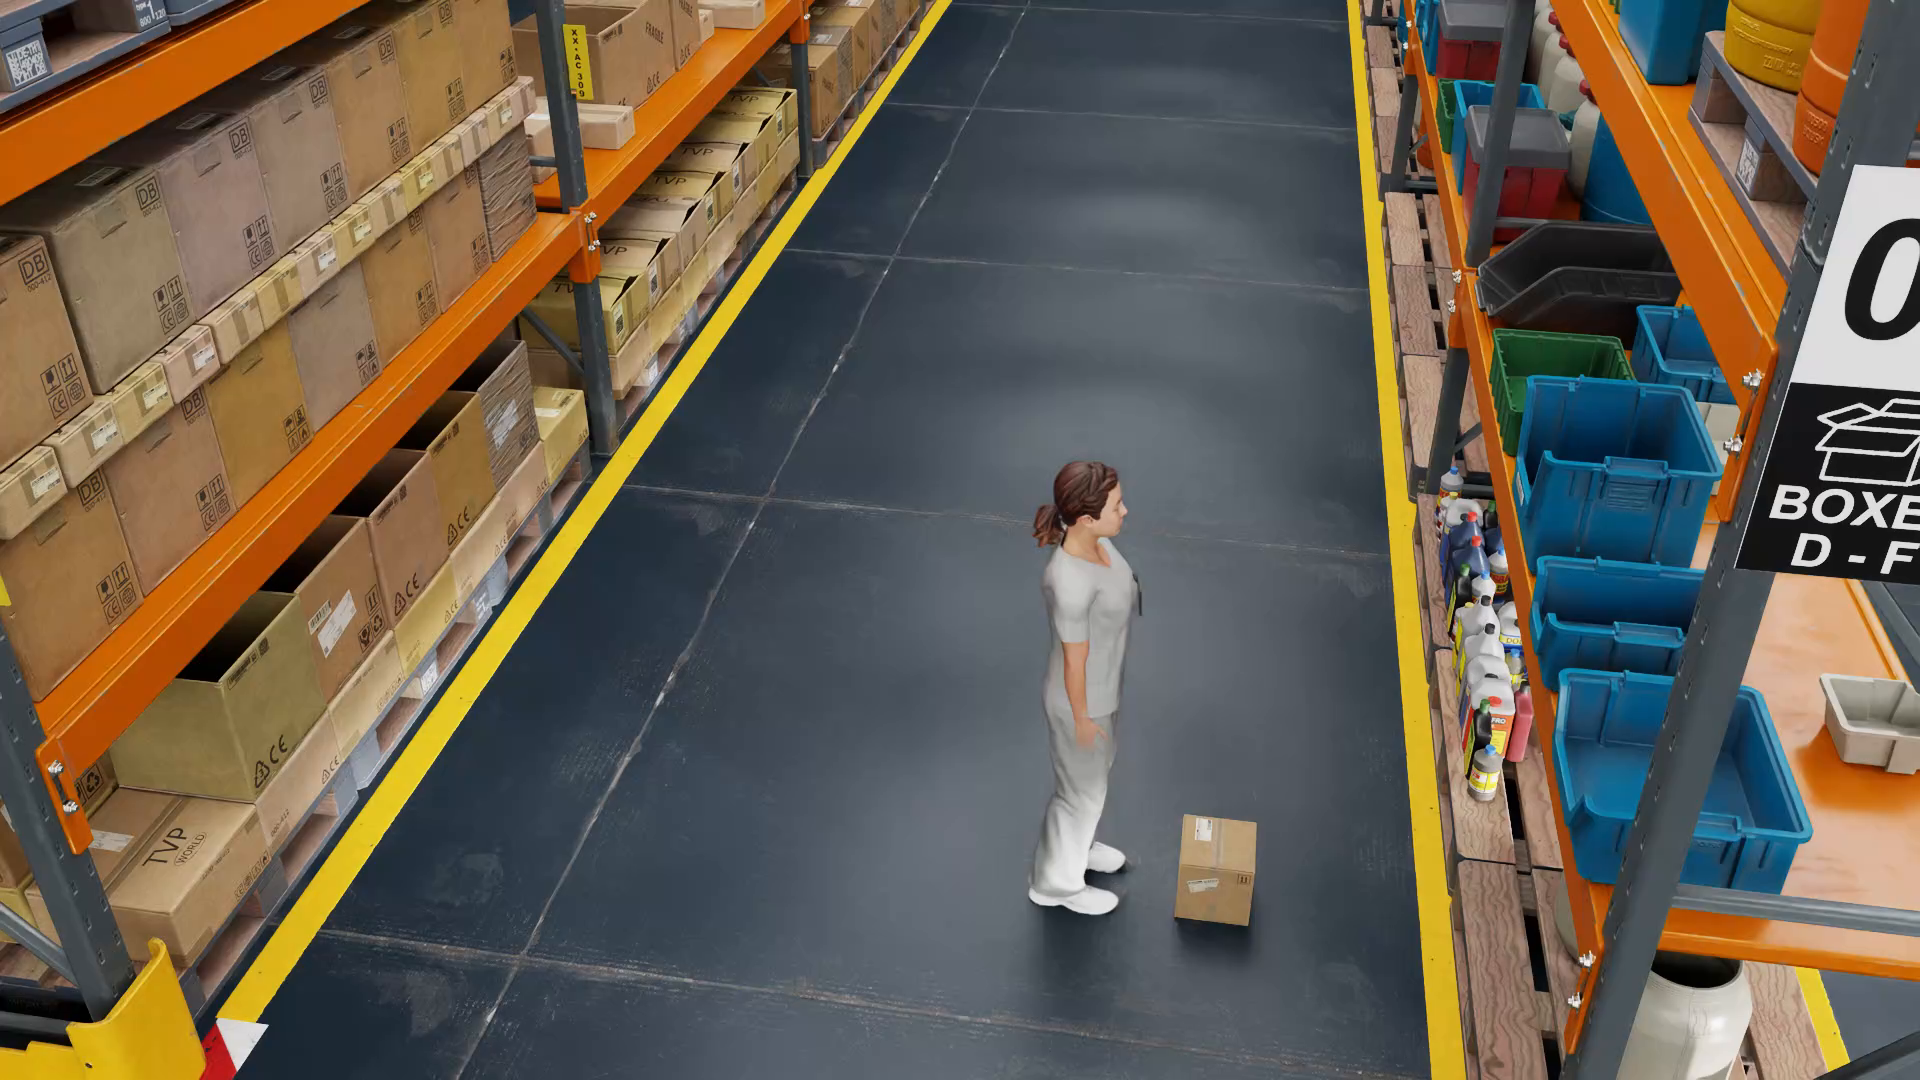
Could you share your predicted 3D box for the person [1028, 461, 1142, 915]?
[{"bbox_3d":[0.391,0.481,5.393,0.358,1.668,0.436,6,33,9],"label":"person"}]
